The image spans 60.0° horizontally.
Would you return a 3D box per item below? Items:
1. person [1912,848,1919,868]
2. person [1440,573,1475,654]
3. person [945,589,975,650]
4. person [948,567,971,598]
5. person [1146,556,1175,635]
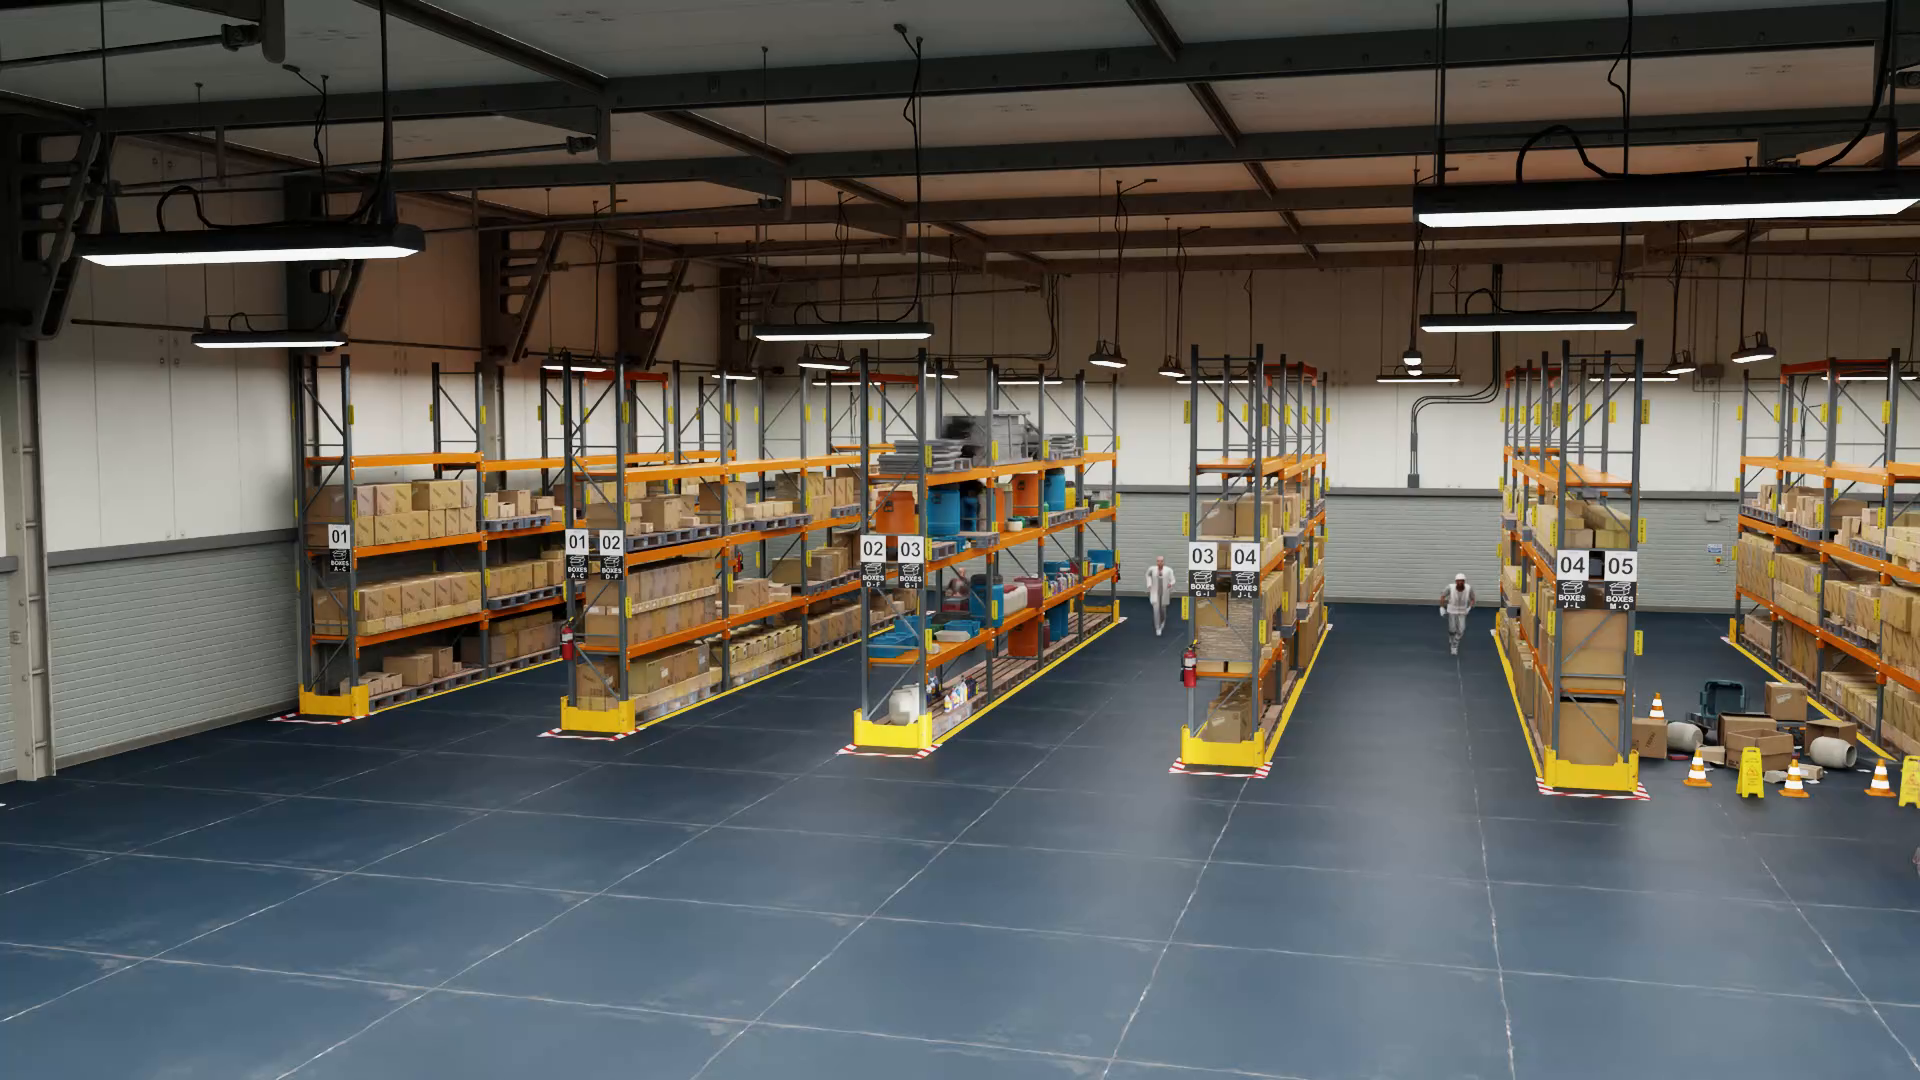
[{"bbox_3d":[10.658,2.843,17.925,0.709,1.624,0.756,-1,4,-9],"label":"person"},{"bbox_3d":[10.445,1.533,34.930,0.661,1.709,0.702,0,4,1],"label":"person"},{"bbox_3d":[0.027,1.704,34.778,0.610,1.431,1.098,4,6,41],"label":"person"},{"bbox_3d":[0.000,1.452,35.659,0.706,1.772,0.685,2,5,20],"label":"person"},{"bbox_3d":[4.608,1.250,38.268,0.671,1.781,1.044,0,4,5],"label":"person"}]
